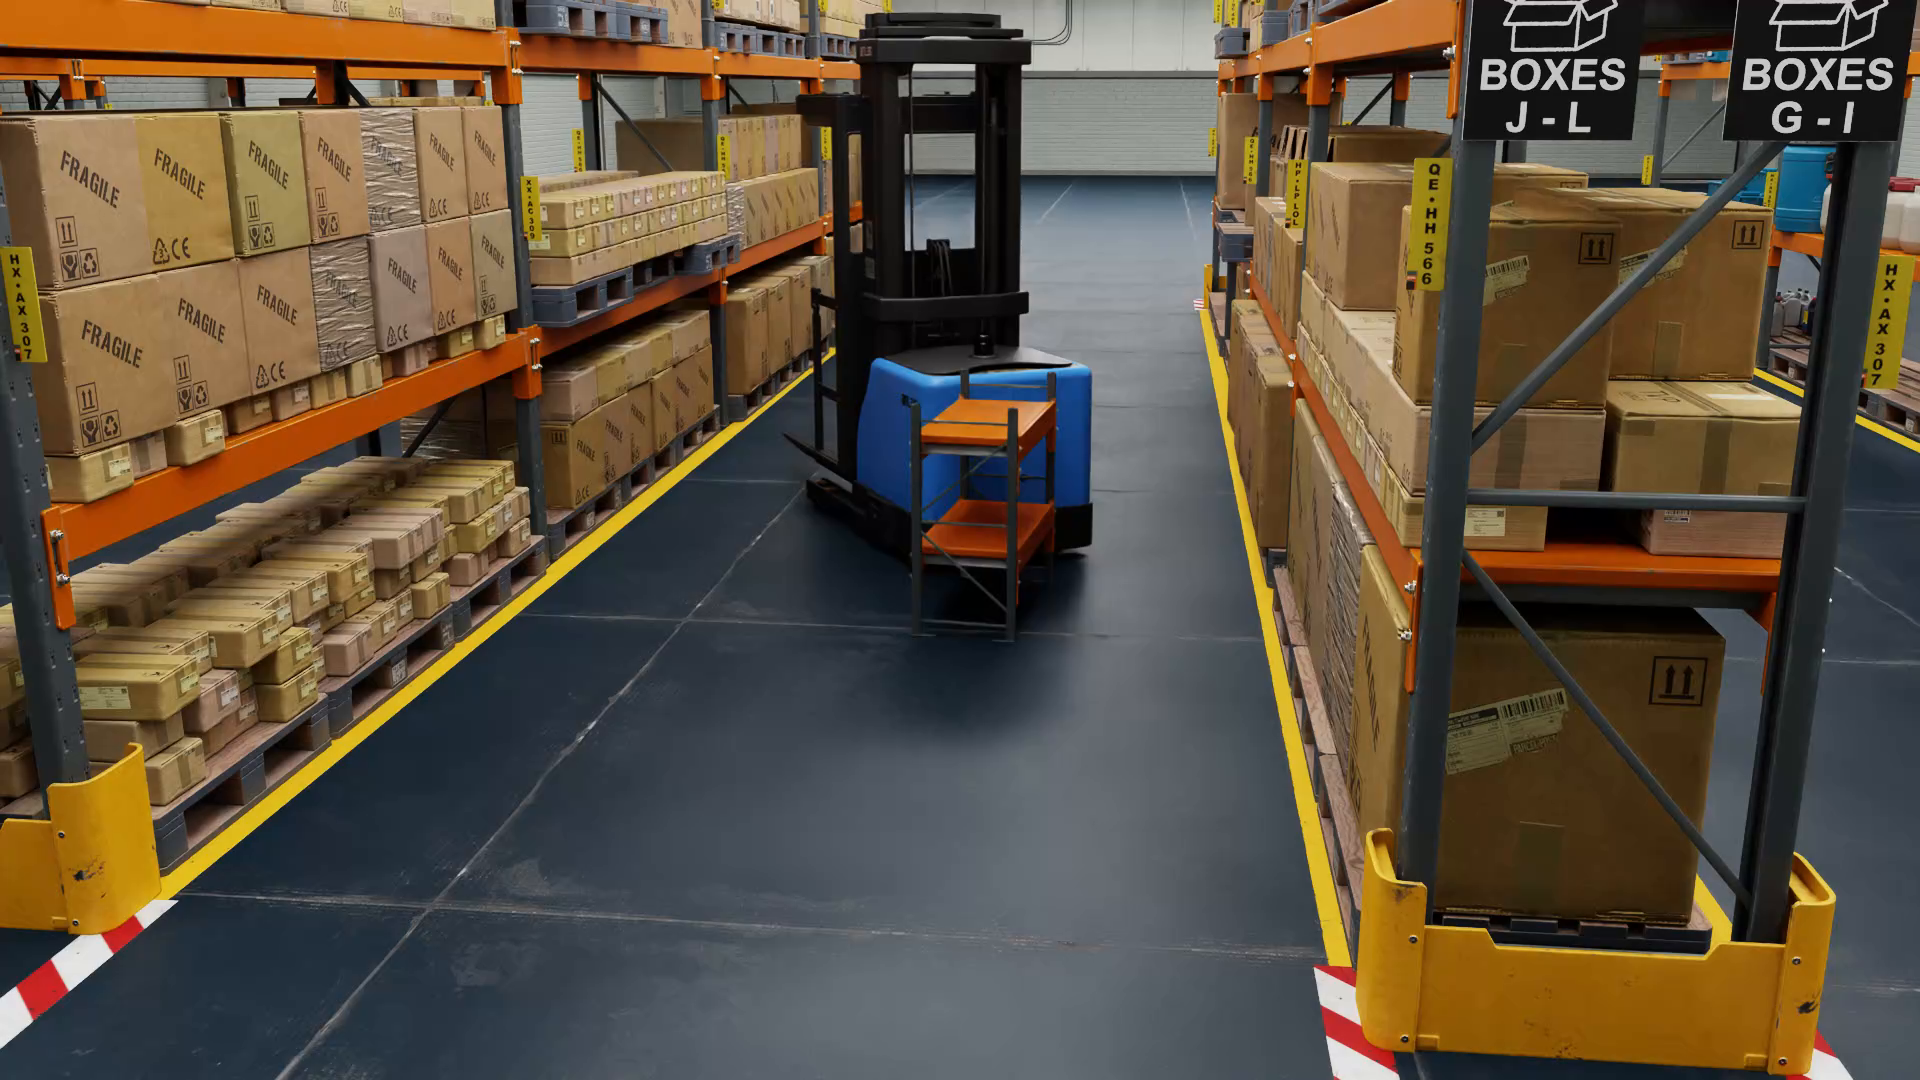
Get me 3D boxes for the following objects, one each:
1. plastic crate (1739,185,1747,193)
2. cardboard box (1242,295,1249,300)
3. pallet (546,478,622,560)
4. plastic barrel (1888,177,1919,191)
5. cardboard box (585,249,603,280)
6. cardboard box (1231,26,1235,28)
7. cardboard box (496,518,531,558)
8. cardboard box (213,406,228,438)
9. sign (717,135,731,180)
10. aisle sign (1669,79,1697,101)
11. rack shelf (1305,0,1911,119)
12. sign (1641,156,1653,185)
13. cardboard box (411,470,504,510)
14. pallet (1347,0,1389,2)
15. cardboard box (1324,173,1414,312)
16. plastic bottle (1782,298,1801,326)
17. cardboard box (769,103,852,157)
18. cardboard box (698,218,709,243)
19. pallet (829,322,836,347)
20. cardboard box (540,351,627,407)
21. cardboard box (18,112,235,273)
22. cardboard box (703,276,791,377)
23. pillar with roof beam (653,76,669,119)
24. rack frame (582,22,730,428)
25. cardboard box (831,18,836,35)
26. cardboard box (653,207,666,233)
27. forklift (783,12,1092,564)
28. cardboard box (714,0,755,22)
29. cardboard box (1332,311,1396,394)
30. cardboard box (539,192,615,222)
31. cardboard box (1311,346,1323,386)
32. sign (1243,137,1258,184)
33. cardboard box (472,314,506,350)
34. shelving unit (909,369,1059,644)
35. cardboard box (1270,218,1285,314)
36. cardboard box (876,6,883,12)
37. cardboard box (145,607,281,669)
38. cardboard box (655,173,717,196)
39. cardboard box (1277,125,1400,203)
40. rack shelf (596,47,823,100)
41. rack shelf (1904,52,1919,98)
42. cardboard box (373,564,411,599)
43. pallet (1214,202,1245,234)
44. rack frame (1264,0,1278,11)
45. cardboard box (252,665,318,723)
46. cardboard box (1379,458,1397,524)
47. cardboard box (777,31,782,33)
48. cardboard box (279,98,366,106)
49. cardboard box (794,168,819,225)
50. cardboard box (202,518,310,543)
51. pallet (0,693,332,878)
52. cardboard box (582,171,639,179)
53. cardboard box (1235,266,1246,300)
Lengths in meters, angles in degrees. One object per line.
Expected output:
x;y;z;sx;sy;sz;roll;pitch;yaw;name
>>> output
8.601;-3.719;17.953;0.499;0.251;0.408;2;15;6;plastic crate
2.904;-1.930;14.998;0.700;0.500;0.500;2;15;6;cardboard box
-2.666;-0.159;9.846;1.003;0.211;1.213;2;15;6;pallet
7.579;-2.694;13.617;0.433;0.535;0.433;0;15;0;plastic barrel
-2.226;-1.545;9.307;0.380;0.149;0.250;2;15;7;cardboard box
2.885;-5.073;16.454;0.380;0.149;0.250;1;15;5;cardboard box
-2.459;-0.018;8.639;0.380;0.149;0.250;2;15;7;cardboard box
-2.878;-0.426;5.971;0.380;0.149;0.250;2;15;9;cardboard box
-1.761;-2.848;12.381;0.100;0.325;0.005;2;15;6;sign
8.156;-5.380;18.830;0.394;0.787;0.004;2;15;6;aisle sign
1.938;-1.713;5.882;1.077;0.370;4.000;2;15;6;rack shelf
7.893;-4.248;19.096;0.100;0.325;0.005;2;15;6;sign
-2.524;-0.250;8.356;0.380;0.149;0.250;2;15;7;cardboard box
1.921;-2.009;5.767;1.003;0.211;1.213;2;15;6;pallet
1.739;-1.185;6.578;0.500;0.500;0.500;1;15;4;cardboard box
8.411;-2.312;16.840;0.152;0.276;0.135;2;15;6;plastic bottle
-1.630;-4.349;17.641;0.875;0.550;0.550;2;15;6;cardboard box
-1.959;-2.150;11.542;0.380;0.149;0.250;2;15;7;cardboard box
-1.687;-2.227;17.493;1.003;0.211;1.213;2;15;6;pallet
-2.349;-0.983;10.100;0.500;0.250;0.500;2;15;8;cardboard box
-2.839;-1.180;5.602;0.500;0.500;0.500;2;15;8;cardboard box
-2.048;-1.840;14.224;1.050;0.750;0.750;2;15;7;cardboard box
-4.572;-15.076;48.178;9.100;9.000;0.400;2;15;6;pillar with roof beam
-2.301;-2.341;12.572;1.000;3.000;0.127;2;15;6;rack frame
-1.444;-5.107;16.543;0.380;0.149;0.250;2;15;6;cardboard box
-2.077;-2.023;10.502;0.380;0.149;0.250;1;15;5;cardboard box
-0.317;-1.623;10.047;1.130;2.935;3.031;-7;16;-23;forklift
-1.945;-4.278;13.283;0.500;0.250;0.500;2;15;8;cardboard box
1.673;-0.697;6.210;0.500;0.250;0.500;2;15;6;cardboard box
-2.194;-1.899;9.477;0.380;0.149;0.250;2;15;7;cardboard box
1.713;-0.738;7.126;0.380;0.149;0.250;1;15;5;cardboard box
2.075;-2.703;11.844;0.100;0.325;0.005;2;15;6;sign
-2.473;-1.031;8.210;0.380;0.149;0.250;1;15;5;cardboard box
0.134;-0.200;8.248;0.538;1.125;1.048;3;16;13;shelving unit
2.060;-1.572;9.539;0.500;0.500;0.500;2;15;6;cardboard box
-1.176;-6.051;19.267;0.500;0.250;0.500;2;15;7;cardboard box
-2.740;0.358;6.109;0.380;0.149;0.250;2;15;6;cardboard box
-1.932;-2.504;11.711;0.380;0.149;0.250;2;15;6;cardboard box
2.517;-2.512;11.091;0.797;0.503;0.637;2;15;8;cardboard box
-2.076;-3.960;14.192;1.077;0.370;4.000;2;15;6;rack shelf
7.762;-3.642;13.016;1.077;0.370;4.000;2;15;6;rack shelf
-2.689;0.156;7.426;0.380;0.149;0.250;1;15;4;cardboard box
2.836;-2.919;15.079;1.003;0.211;1.213;2;15;6;pallet
2.615;-5.064;11.152;1.000;3.000;0.127;2;15;6;rack frame
-2.720;0.583;6.416;0.380;0.149;0.250;2;15;7;cardboard box
1.453;-0.142;4.921;0.380;0.149;0.250;2;15;7;cardboard box
-2.042;-5.258;17.101;0.380;0.149;0.250;2;15;6;cardboard box
-6.515;-4.280;17.067;0.700;0.500;0.500;2;15;6;cardboard box
-1.643;-3.283;15.866;0.500;0.500;0.500;2;15;6;cardboard box
-3.132;0.008;7.403;0.380;0.149;0.250;1;15;4;cardboard box
-3.069;0.851;6.111;1.003;0.211;1.213;2;15;6;pallet
-2.547;-2.594;12.046;0.380;0.149;0.250;2;15;6;cardboard box
3.201;-2.617;17.576;0.500;0.500;0.500;0;15;1;cardboard box
